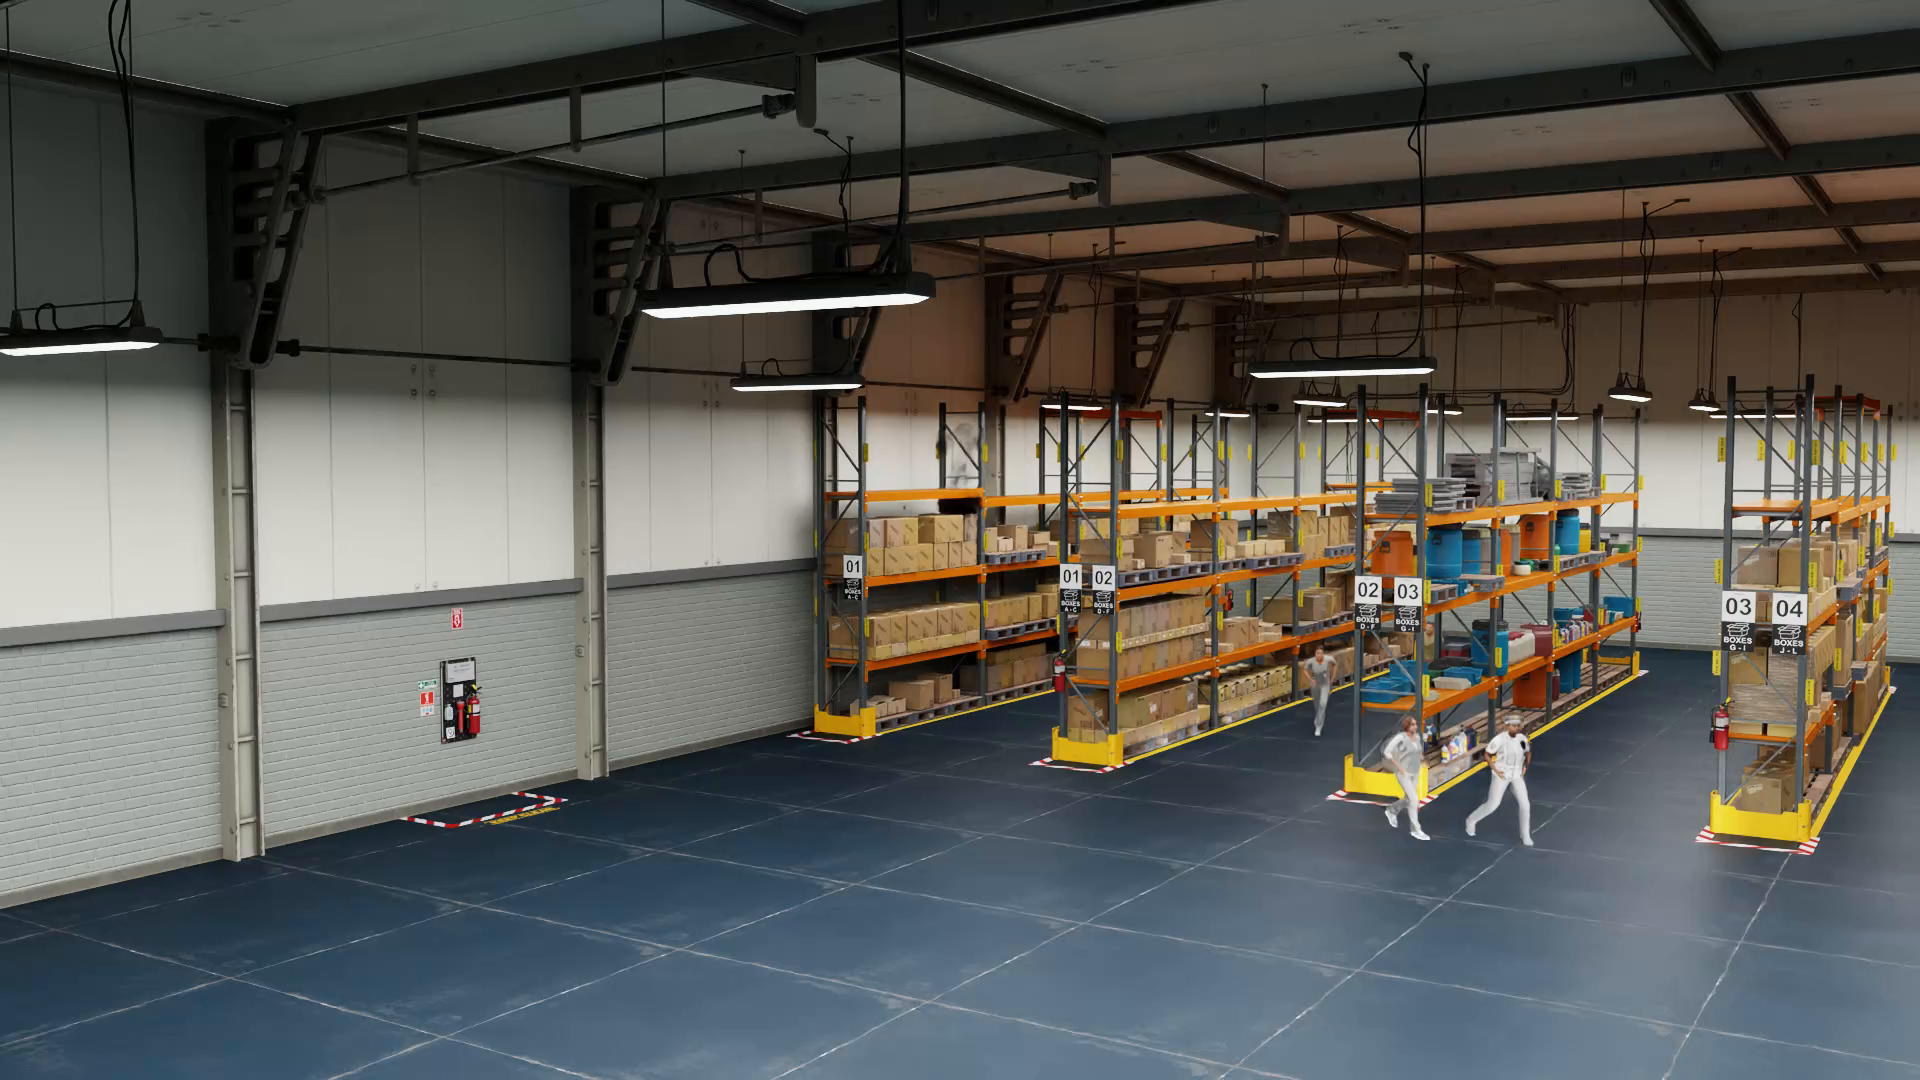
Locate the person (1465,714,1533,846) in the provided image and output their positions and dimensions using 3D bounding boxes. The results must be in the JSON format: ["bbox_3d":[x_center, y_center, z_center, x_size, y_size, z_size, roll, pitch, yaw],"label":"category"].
[{"bbox_3d":[7.004,3.069,21.424,0.822,1.693,0.707,-1,3,-12],"label":"person"}]

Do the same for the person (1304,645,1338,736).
[{"bbox_3d":[6.460,2.658,29.817,0.601,1.624,1.004,1,3,10],"label":"person"}]

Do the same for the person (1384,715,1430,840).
[{"bbox_3d":[5.793,3.070,21.695,0.548,1.591,0.756,-2,4,-32],"label":"person"}]

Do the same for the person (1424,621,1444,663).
[{"bbox_3d":[9.628,2.442,33.980,0.575,1.605,0.736,1,3,22],"label":"person"}]
